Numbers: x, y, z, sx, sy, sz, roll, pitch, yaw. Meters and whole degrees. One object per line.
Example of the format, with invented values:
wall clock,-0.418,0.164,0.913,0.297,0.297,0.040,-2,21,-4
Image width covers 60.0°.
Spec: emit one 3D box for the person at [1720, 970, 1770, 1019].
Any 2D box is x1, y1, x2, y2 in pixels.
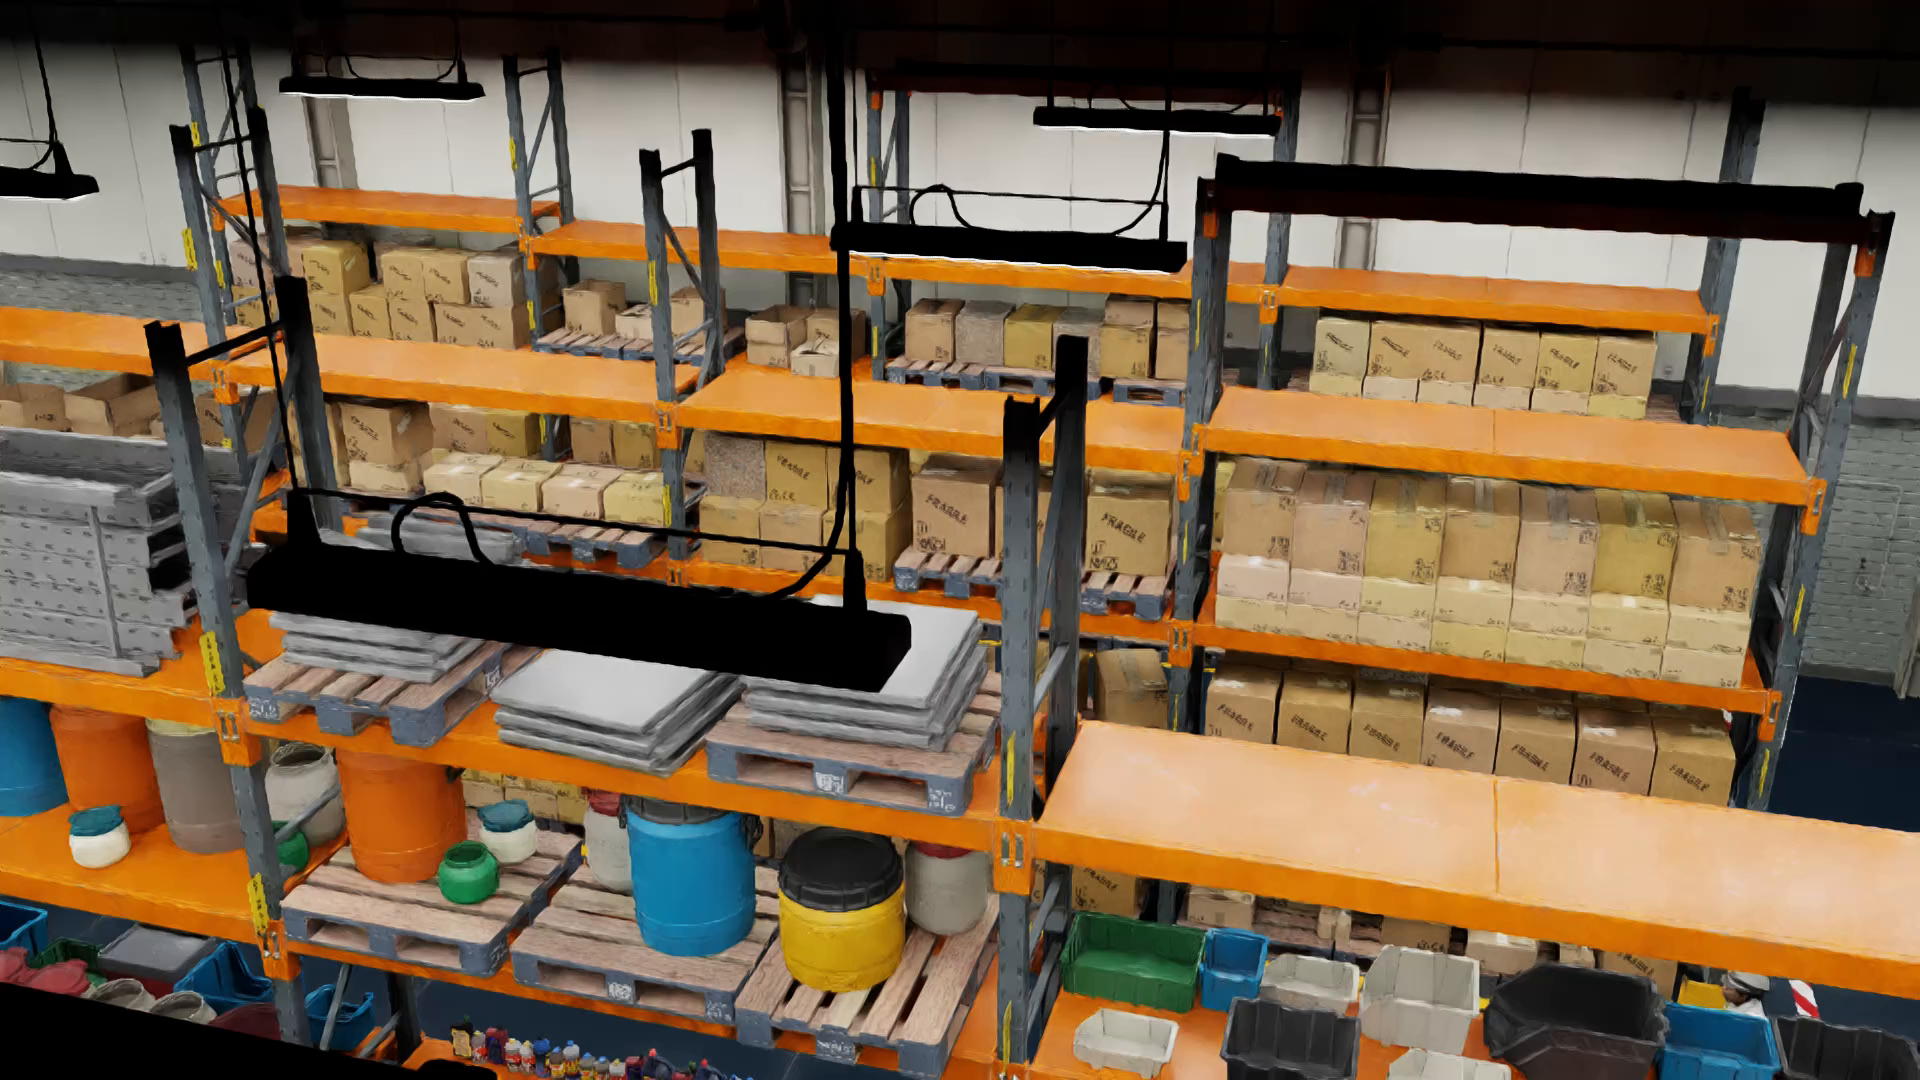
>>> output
person,4.964,3.387,10.522,0.512,1.627,0.639,5,23,13
